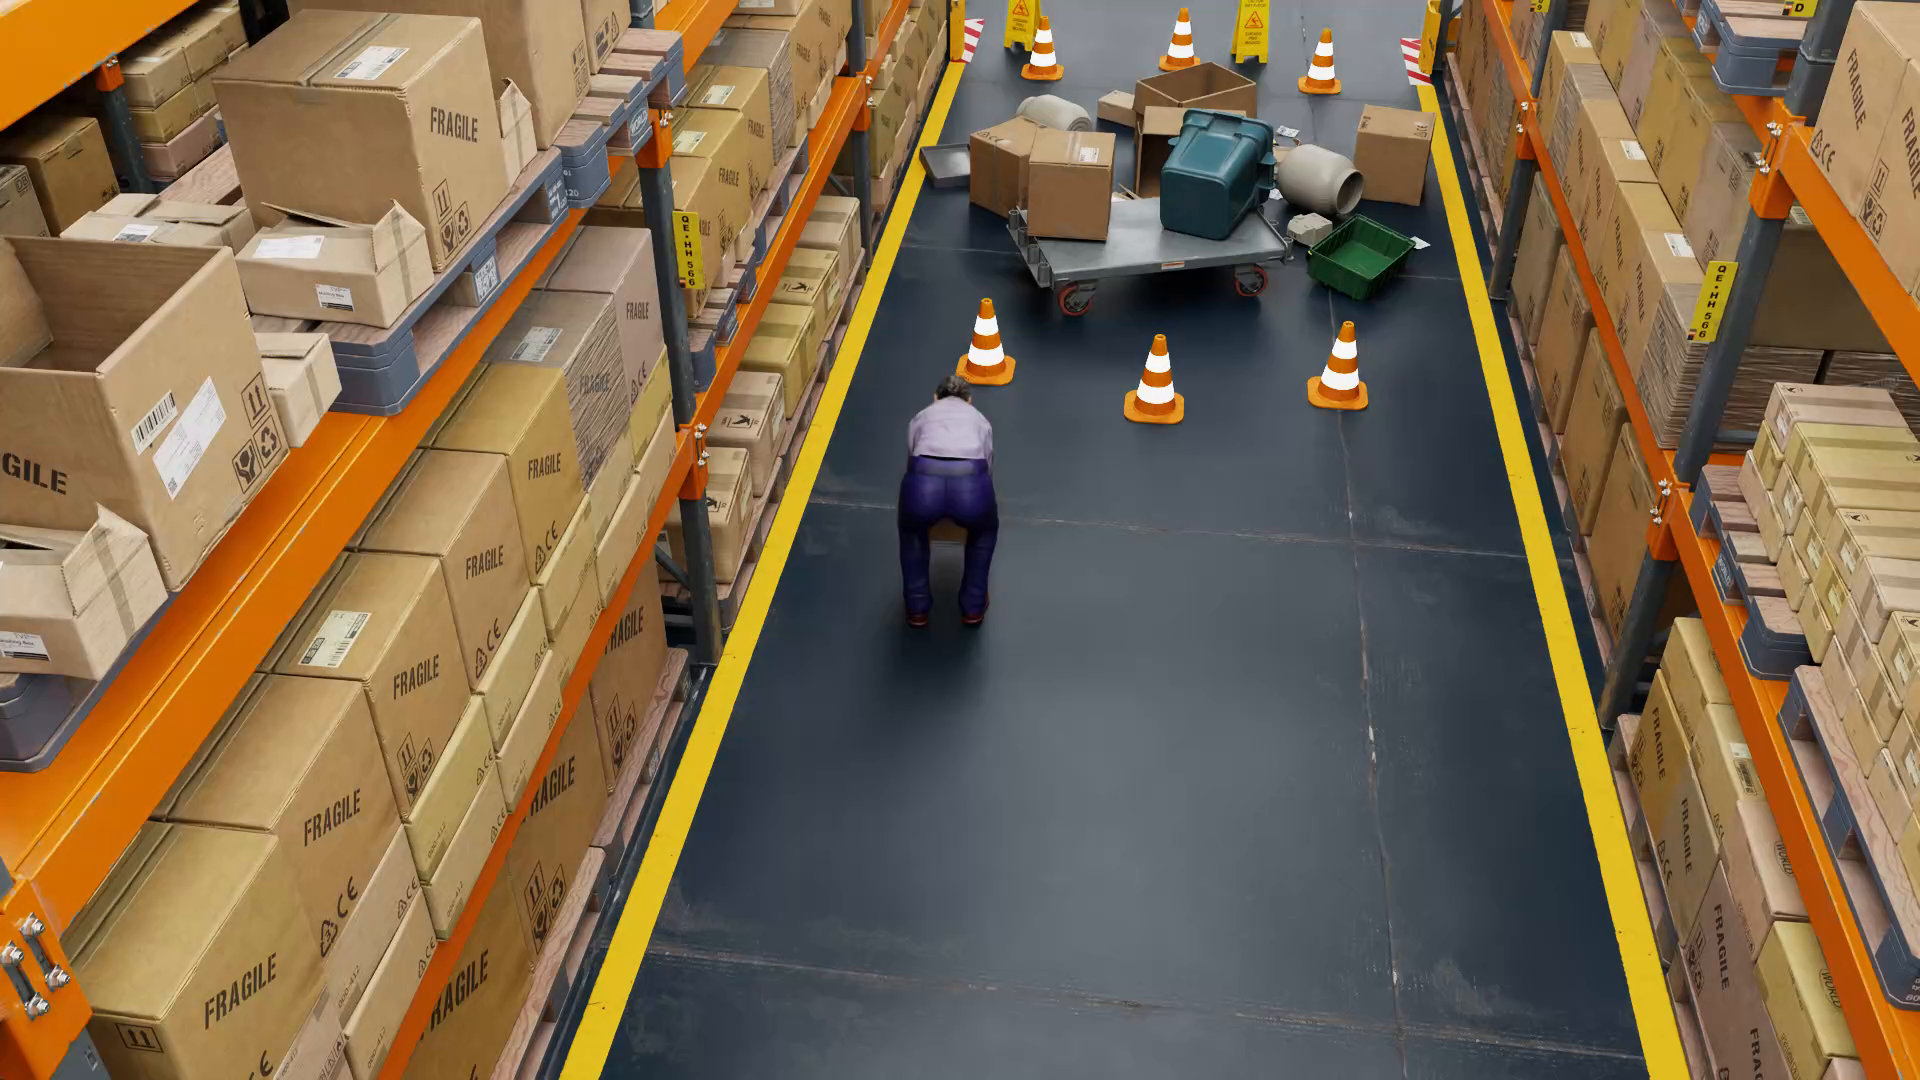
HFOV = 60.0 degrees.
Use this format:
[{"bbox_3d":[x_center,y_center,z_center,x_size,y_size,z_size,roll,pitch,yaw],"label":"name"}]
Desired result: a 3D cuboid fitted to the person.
[{"bbox_3d":[-0.050,-0.163,7.819,0.476,1.003,0.909,2,36,2],"label":"person"}]
